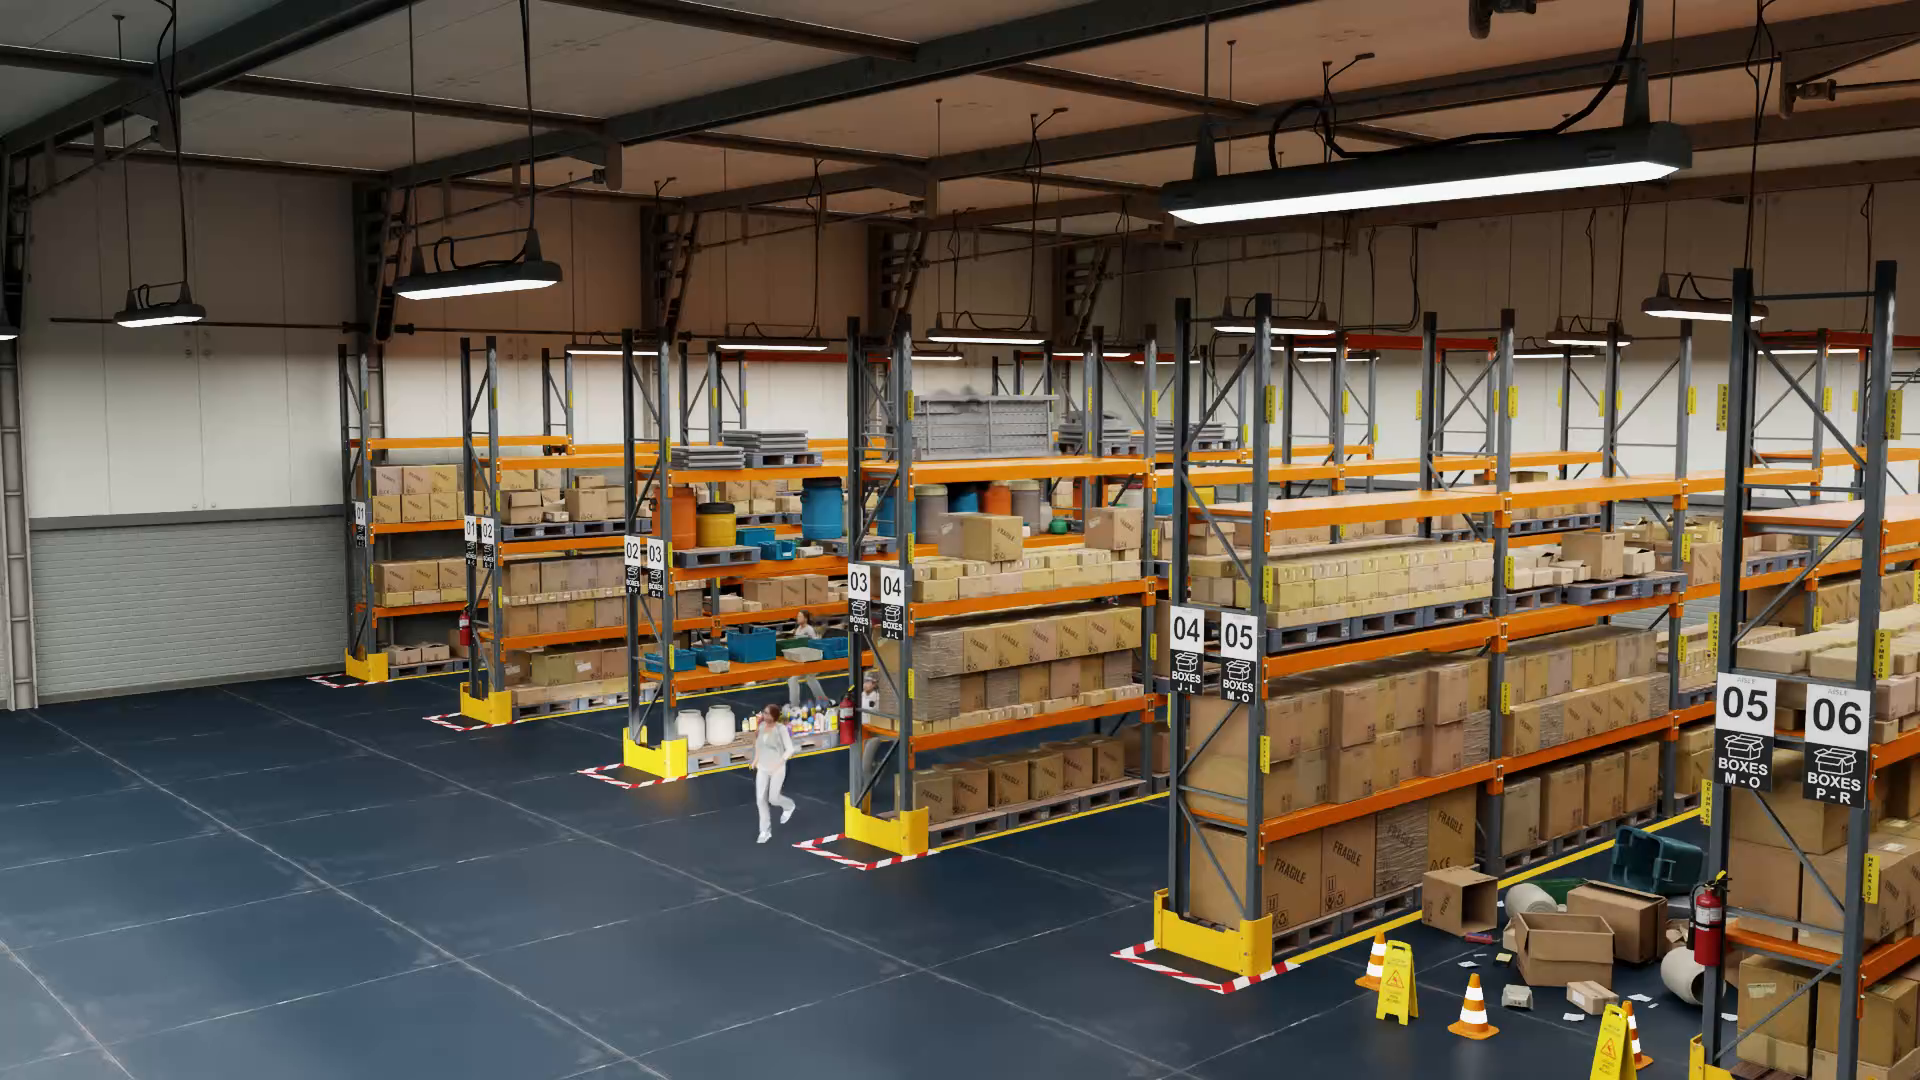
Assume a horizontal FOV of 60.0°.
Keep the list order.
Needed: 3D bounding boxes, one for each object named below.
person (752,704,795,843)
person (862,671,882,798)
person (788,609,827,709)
[{"bbox_3d":[-2.153,2.666,19.300,0.544,1.588,0.740,2,6,23],"label":"person"},{"bbox_3d":[-1.130,2.460,21.012,0.629,1.651,0.567,3,6,33],"label":"person"},{"bbox_3d":[-2.438,1.958,26.599,0.554,1.709,0.777,5,7,45],"label":"person"}]
